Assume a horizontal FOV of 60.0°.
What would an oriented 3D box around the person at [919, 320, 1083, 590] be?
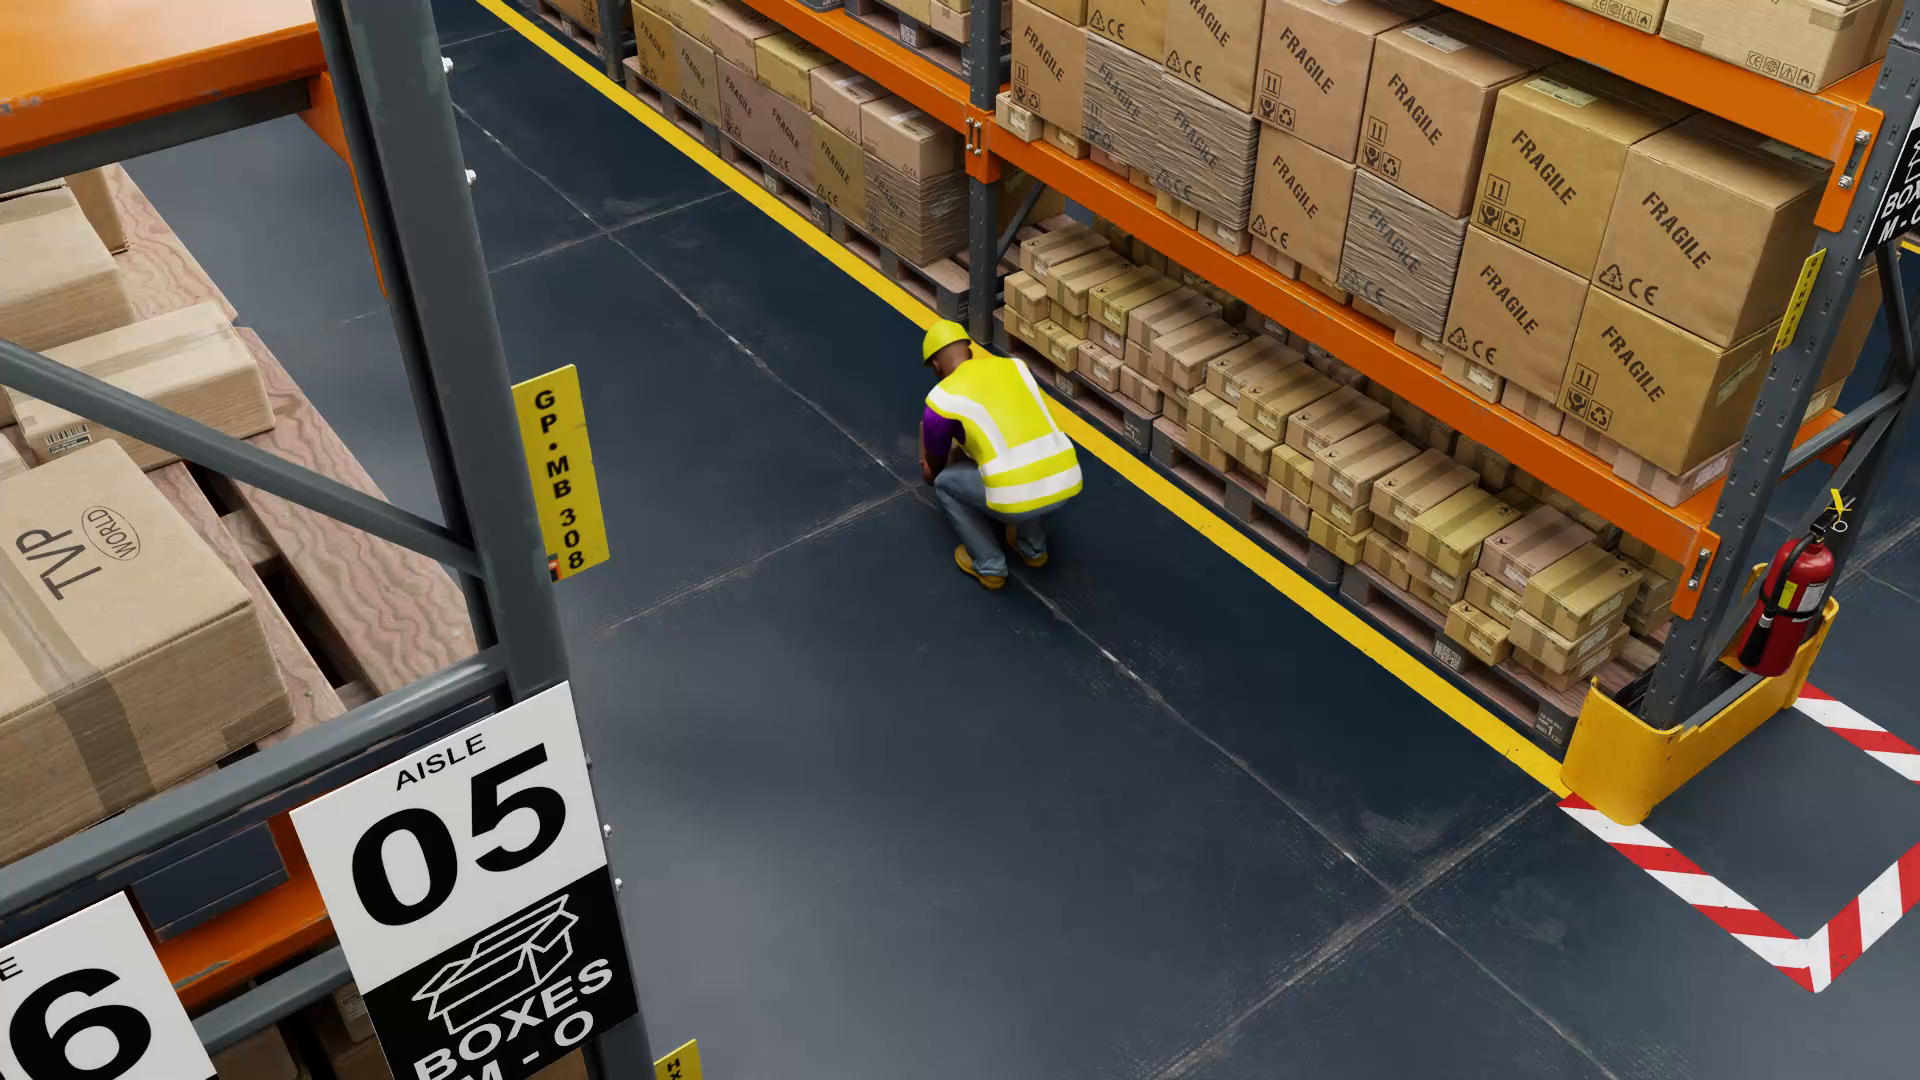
[{"bbox_3d":[0.122,-0.354,7.151,0.535,1.011,0.916,-20,44,-22],"label":"person"}]
